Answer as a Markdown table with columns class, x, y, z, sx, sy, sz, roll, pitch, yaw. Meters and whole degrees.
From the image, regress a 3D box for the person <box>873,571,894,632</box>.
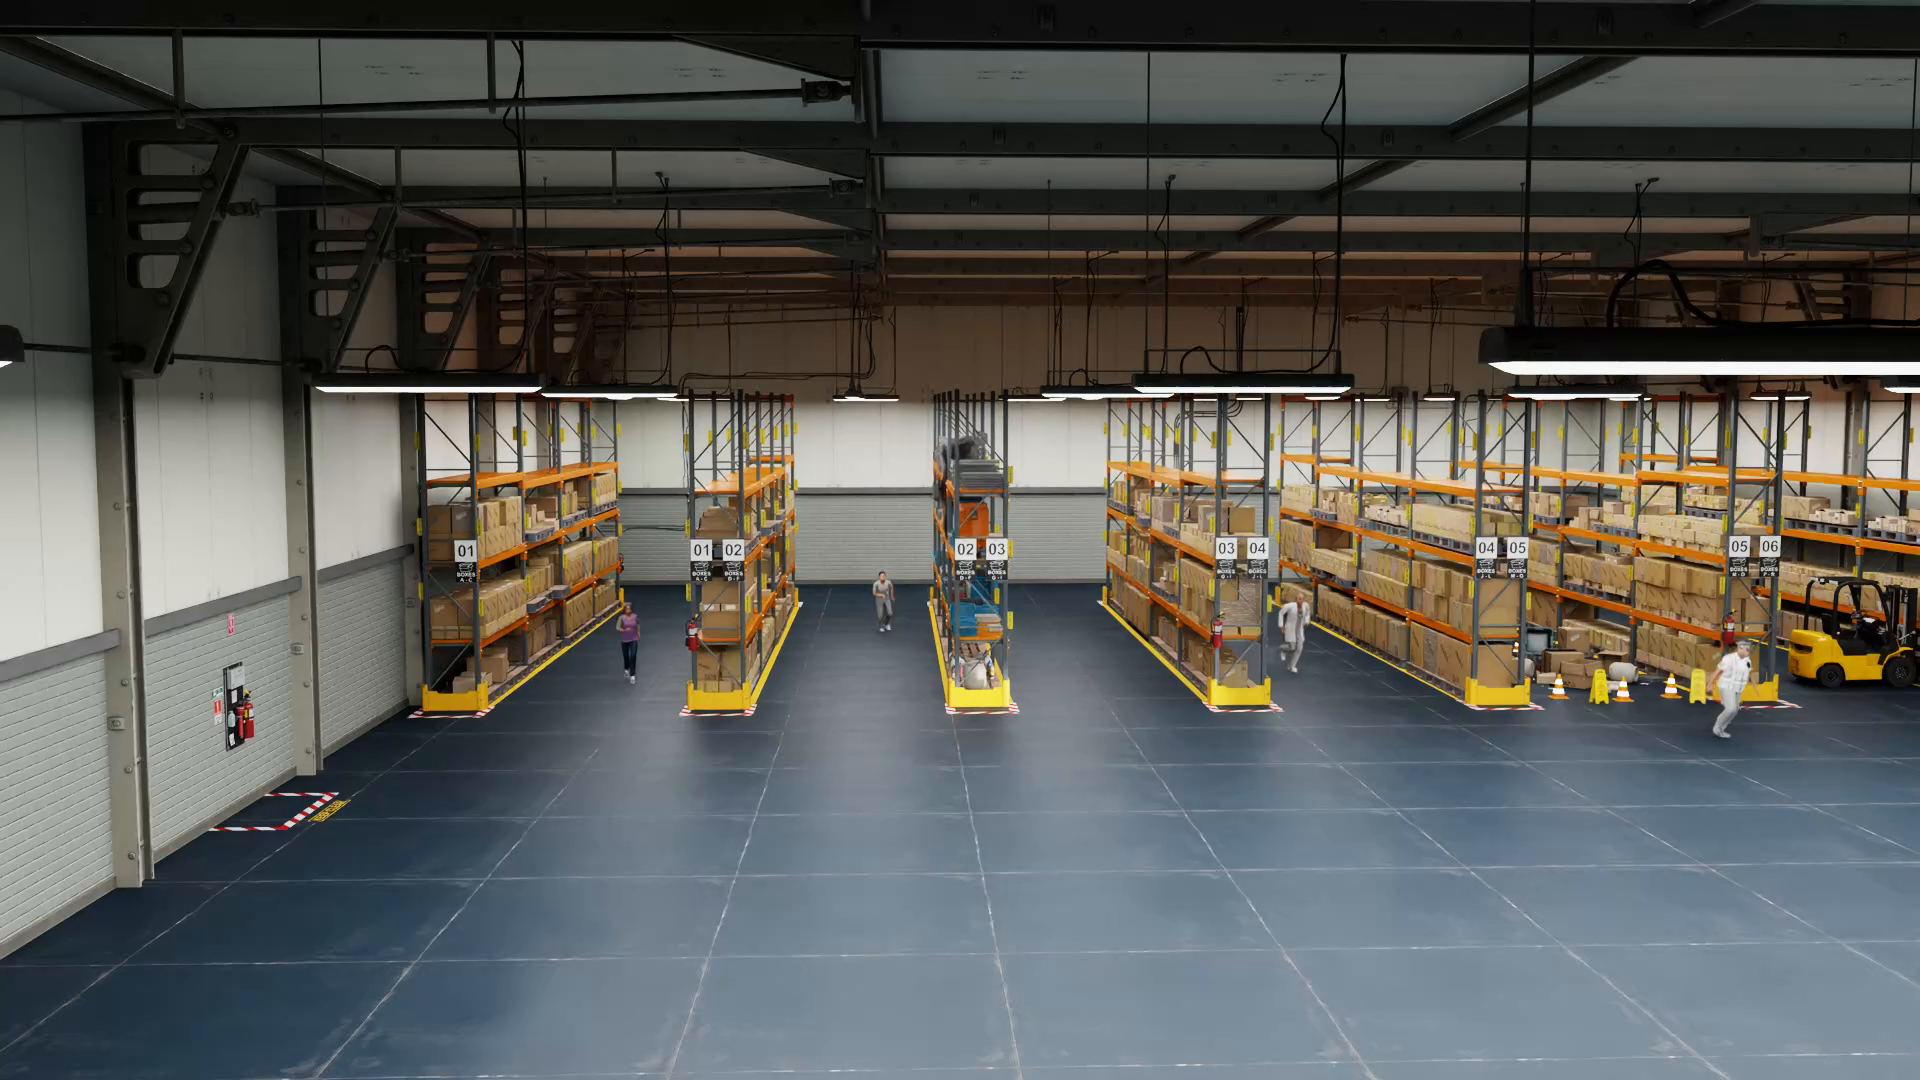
| class | x | y | z | sx | sy | sz | roll | pitch | yaw |
| --- | --- | --- | --- | --- | --- | --- | --- | --- | --- |
| person | -1.917 | 1.547 | 41.673 | 0.564 | 1.561 | 0.806 | -1 | 5 | -10 |

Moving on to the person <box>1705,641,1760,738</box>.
| class | x | y | z | sx | sy | sz | roll | pitch | yaw |
| --- | --- | --- | --- | --- | --- | --- | --- | --- | --- |
| person | 13.225 | 2.556 | 28.419 | 0.662 | 1.701 | 0.665 | -2 | 5 | -24 |

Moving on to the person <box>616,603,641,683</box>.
| class | x | y | z | sx | sy | sz | roll | pitch | yaw |
| --- | --- | --- | --- | --- | --- | --- | --- | --- | --- |
| person | -6.839 | 2.097 | 34.304 | 0.517 | 1.603 | 0.862 | -1 | 5 | -14 |

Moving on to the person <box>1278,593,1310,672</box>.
| class | x | y | z | sx | sy | sz | roll | pitch | yaw |
| --- | --- | --- | --- | --- | --- | --- | --- | --- | --- |
| person | 7.167 | 1.970 | 35.835 | 0.697 | 1.720 | 0.813 | -2 | 5 | -23 |
